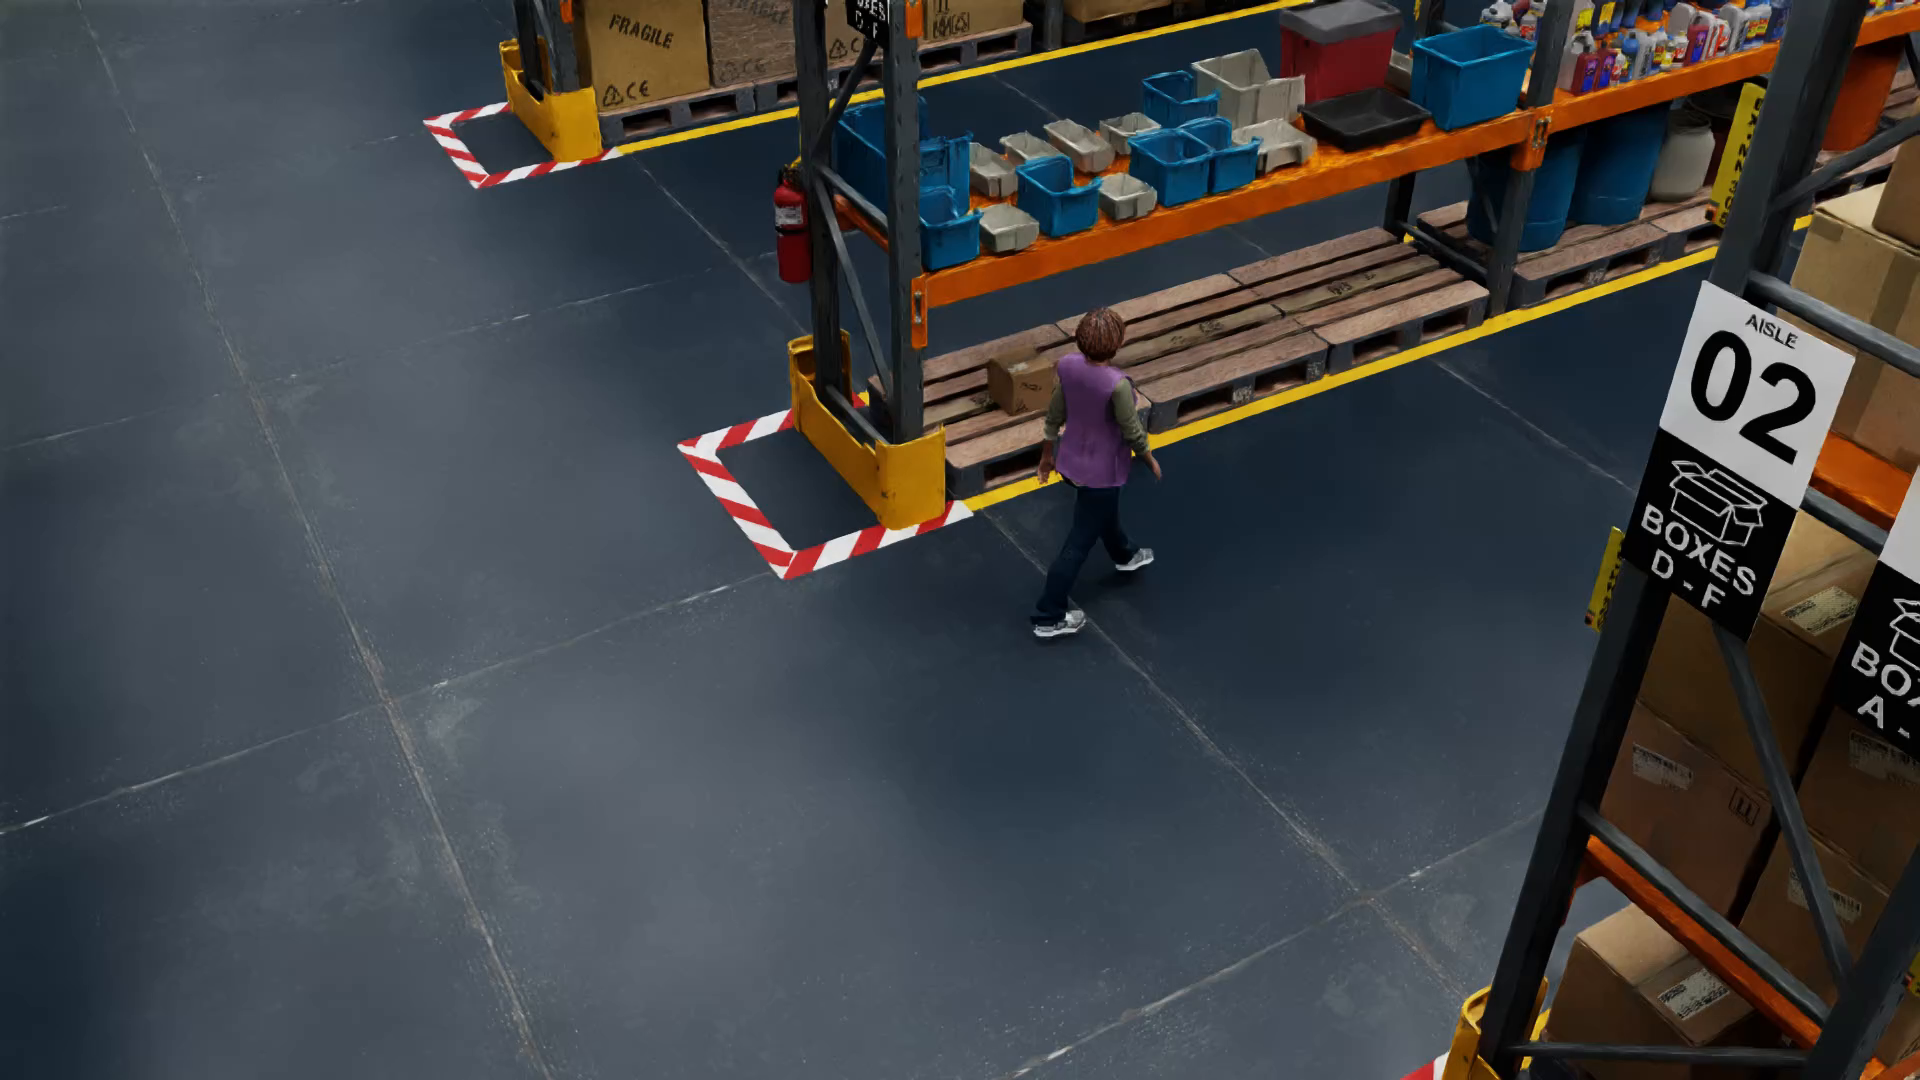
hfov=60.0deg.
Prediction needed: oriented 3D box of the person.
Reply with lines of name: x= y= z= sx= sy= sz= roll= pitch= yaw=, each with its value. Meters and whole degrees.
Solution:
person: x=0.645 y=-0.342 z=7.376 sx=0.876 sy=1.571 sz=0.454 roll=-26 pitch=44 yaw=-30
